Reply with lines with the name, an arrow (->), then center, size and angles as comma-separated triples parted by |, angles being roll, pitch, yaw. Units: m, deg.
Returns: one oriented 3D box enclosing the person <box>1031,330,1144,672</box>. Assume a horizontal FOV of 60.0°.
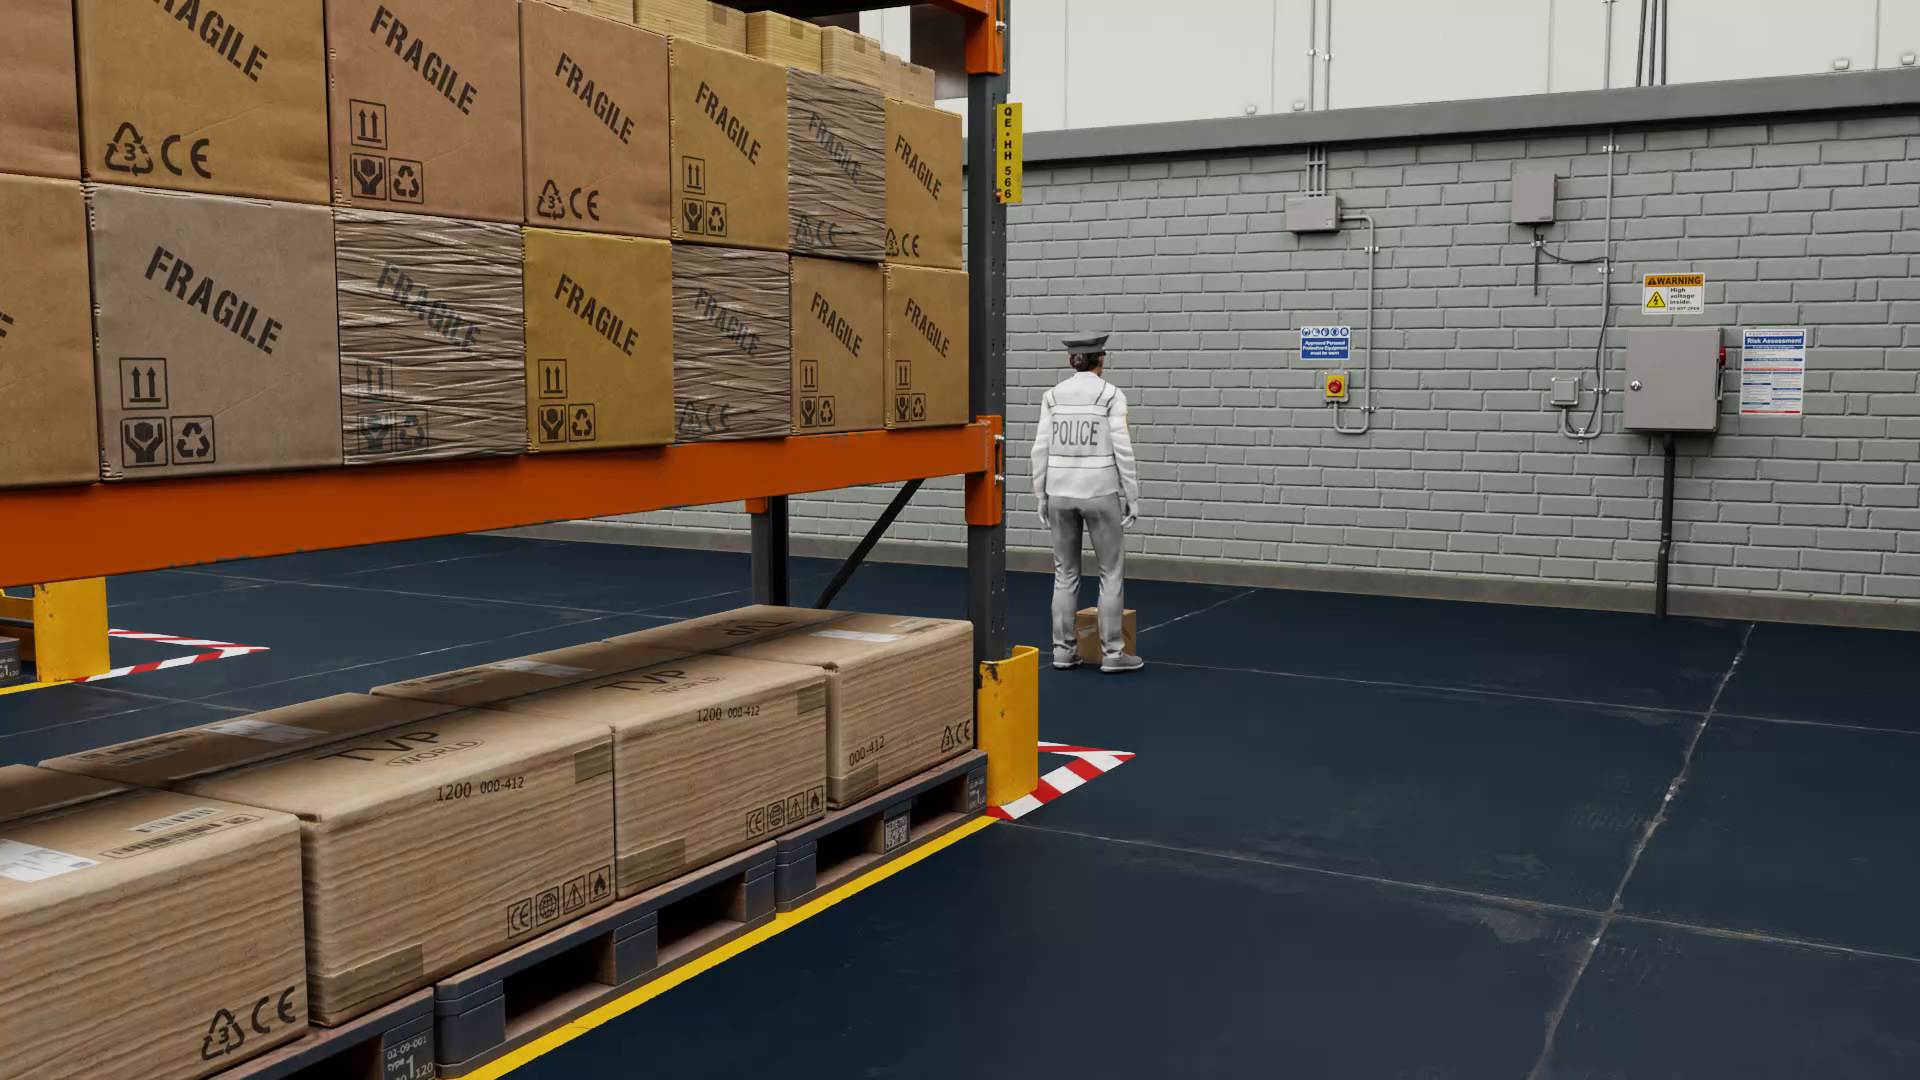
person -> 0.616, -0.194, 8.162 | 0.546, 1.667, 0.369 | 3, 7, 26
